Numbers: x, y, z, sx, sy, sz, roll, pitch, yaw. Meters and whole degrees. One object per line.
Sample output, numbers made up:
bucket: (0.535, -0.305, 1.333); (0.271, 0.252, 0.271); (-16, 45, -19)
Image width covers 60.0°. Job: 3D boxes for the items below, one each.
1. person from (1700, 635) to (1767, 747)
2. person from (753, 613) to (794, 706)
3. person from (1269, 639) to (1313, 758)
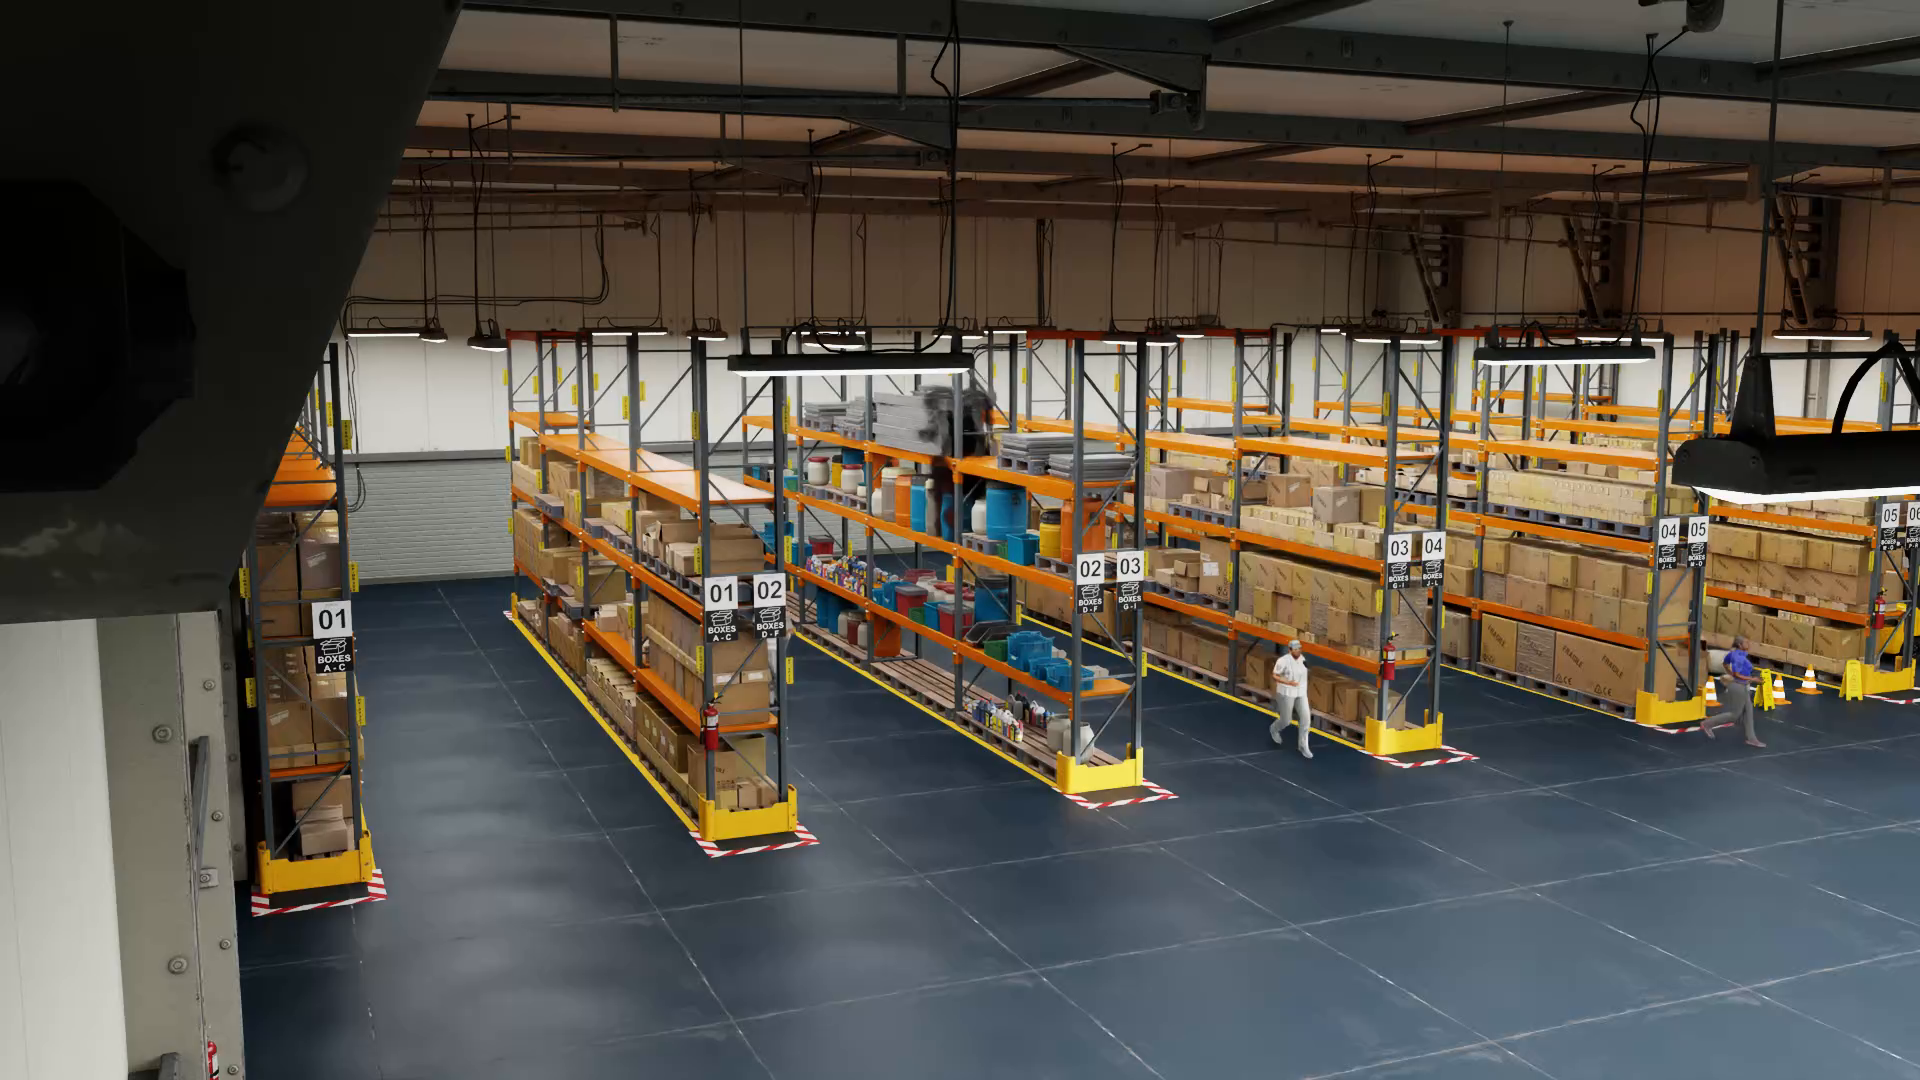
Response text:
person: (11.373, 2.207, 24.360); (0.908, 1.654, 0.586); (3, 8, 24)
person: (-2.988, 1.790, 26.980); (0.664, 1.784, 0.697); (-5, 9, -34)
person: (4.799, 2.254, 24.090); (0.637, 1.680, 0.880); (-3, 8, -20)
